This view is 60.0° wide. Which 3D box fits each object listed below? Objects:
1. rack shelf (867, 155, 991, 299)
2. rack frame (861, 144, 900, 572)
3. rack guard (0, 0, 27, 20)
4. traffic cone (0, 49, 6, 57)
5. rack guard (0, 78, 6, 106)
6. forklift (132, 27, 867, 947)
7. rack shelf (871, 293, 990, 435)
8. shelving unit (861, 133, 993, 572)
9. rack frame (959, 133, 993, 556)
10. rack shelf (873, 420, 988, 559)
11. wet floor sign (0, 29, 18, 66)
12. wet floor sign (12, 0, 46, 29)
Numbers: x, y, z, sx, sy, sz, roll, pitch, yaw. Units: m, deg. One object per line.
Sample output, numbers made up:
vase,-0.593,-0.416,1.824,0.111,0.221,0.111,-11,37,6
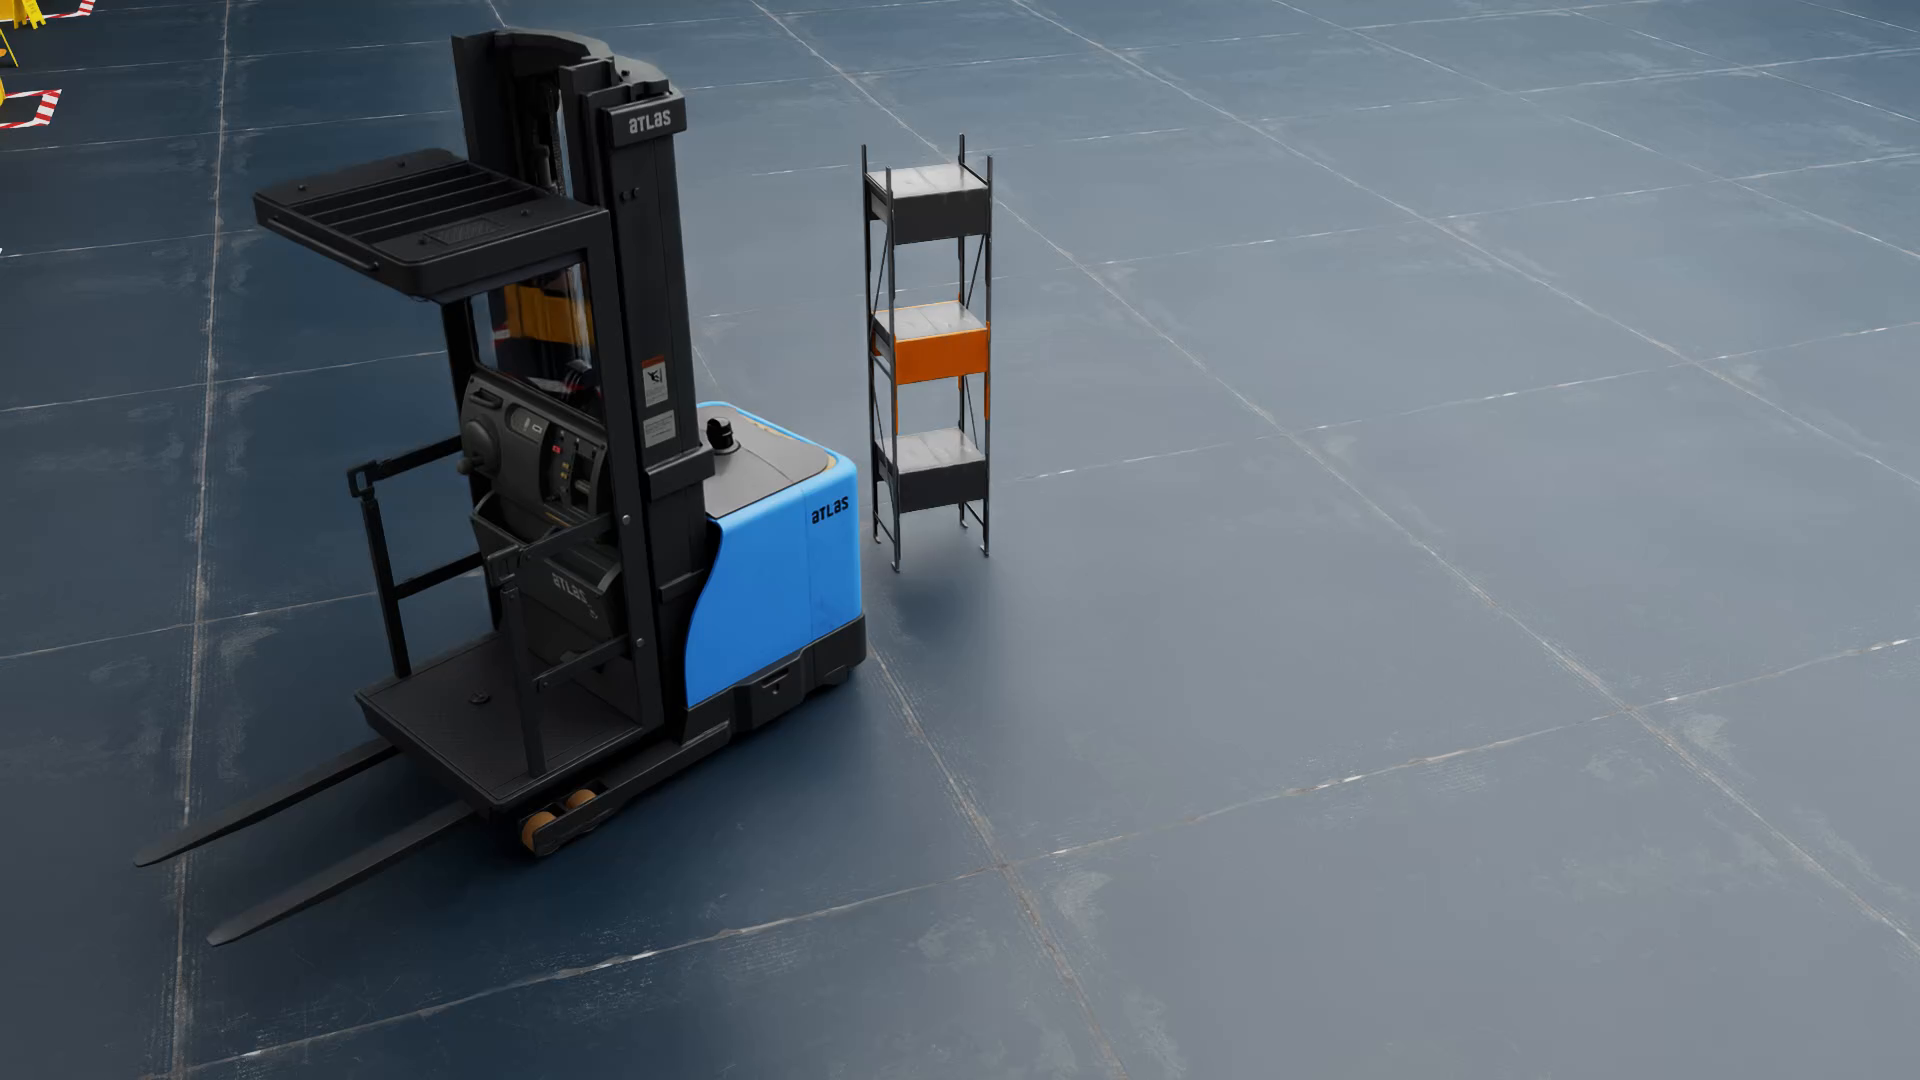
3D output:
rack shelf,-0.155,-1.480,7.840,0.480,0.518,0.431,-10,31,-18
rack frame,-0.384,-0.842,8.106,0.015,2.100,0.400,-10,31,-18
rack guard,-11.309,-6.571,19.779,0.348,0.500,1.175,-10,31,-18
traffic cone,-10.485,-5.439,17.830,0.334,0.463,0.336,-10,31,-18
rack guard,-9.394,-4.310,15.809,0.348,0.500,1.175,-10,31,-18
forklift,-1.809,-0.317,6.346,1.130,2.935,3.031,25,38,37
rack shelf,-0.155,-0.872,8.187,0.480,0.518,0.431,-10,31,-18
shelving unit,-0.155,-0.884,8.180,0.503,2.100,0.431,-10,31,-18
rack frame,0.074,-0.926,8.254,0.015,2.100,0.400,-10,31,-18
rack shelf,-0.155,-0.264,8.533,0.480,0.518,0.431,-10,31,-18
wet floor sign,-10.080,-5.292,17.387,0.232,0.644,0.267,-16,33,-26
wet floor sign,-10.686,-6.184,18.953,0.232,0.644,0.267,0,30,0
